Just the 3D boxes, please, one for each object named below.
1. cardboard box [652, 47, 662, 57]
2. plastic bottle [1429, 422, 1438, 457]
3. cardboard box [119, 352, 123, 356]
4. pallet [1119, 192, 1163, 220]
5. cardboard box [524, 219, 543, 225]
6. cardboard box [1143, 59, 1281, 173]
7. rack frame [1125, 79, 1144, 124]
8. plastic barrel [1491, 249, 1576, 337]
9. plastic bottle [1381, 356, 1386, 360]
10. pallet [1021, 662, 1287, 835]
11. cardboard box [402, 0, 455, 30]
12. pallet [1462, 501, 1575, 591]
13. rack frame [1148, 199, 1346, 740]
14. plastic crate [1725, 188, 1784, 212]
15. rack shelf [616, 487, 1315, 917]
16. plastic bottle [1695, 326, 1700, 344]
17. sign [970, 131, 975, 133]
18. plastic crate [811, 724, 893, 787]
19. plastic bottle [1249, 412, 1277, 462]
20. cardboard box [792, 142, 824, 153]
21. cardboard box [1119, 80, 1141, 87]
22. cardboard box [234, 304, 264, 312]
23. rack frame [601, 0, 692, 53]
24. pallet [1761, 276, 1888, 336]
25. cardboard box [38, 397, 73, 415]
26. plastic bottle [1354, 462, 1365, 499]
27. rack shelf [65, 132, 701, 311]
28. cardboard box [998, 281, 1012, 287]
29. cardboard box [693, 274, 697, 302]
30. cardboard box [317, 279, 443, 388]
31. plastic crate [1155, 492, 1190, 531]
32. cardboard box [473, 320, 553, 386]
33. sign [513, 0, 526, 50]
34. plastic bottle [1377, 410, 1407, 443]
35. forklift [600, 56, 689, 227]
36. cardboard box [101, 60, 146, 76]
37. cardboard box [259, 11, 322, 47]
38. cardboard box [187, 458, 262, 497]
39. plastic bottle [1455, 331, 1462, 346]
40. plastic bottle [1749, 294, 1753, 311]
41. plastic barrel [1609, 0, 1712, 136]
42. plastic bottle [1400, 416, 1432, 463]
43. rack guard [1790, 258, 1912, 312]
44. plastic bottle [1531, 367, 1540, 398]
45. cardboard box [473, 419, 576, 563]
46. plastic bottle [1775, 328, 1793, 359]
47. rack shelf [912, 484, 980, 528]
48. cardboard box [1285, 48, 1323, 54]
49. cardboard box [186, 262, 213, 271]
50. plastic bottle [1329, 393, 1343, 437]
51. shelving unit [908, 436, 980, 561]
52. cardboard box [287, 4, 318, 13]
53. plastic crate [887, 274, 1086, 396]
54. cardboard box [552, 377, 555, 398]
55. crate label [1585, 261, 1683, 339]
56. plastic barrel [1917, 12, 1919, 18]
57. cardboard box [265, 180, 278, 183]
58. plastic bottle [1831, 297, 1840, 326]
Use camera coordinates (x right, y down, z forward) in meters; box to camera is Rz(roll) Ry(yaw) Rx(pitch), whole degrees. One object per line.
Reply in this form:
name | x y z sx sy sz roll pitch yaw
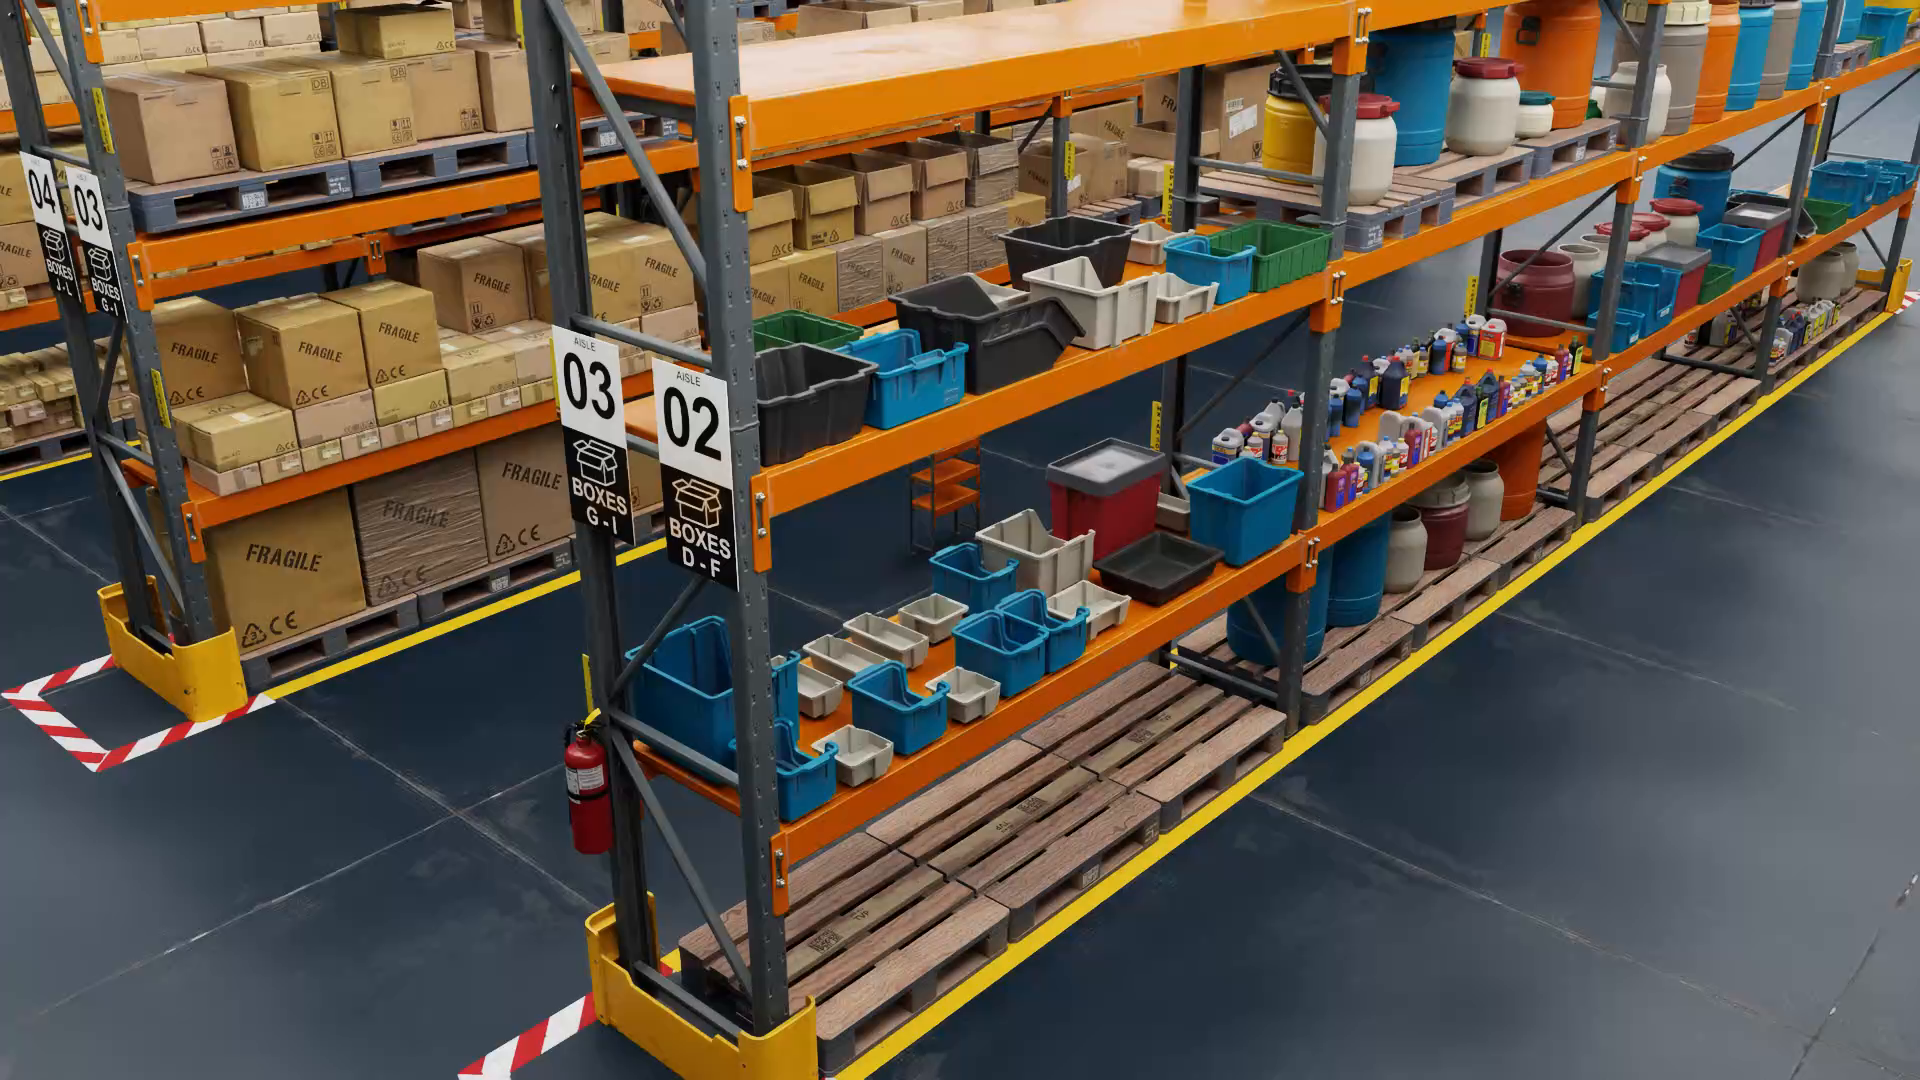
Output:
cardboard box | -4.306 -7.029 23.232 0.500 0.500 0.500 19 31 37
plastic bottle | 2.869 -0.620 10.180 0.097 0.201 0.097 0 24 0
cardboard box | -6.957 -1.518 14.184 0.380 0.149 0.250 21 31 38
pallet | 1.832 -3.461 16.509 1.003 0.211 1.213 20 31 38
cardboard box | -4.403 -3.267 17.467 0.500 0.250 0.500 20 31 38
cardboard box | 2.577 -4.415 17.155 1.000 1.000 1.000 20 31 38
rack frame | 2.255 -6.757 23.626 1.000 3.000 0.127 20 31 38
plastic barrel | 4.314 -1.868 12.556 0.600 0.536 0.708 20 31 38
plastic bottle | 2.832 -1.100 11.166 0.097 0.271 0.097 0 24 0
pallet | 1.099 1.143 9.413 1.003 0.211 1.213 20 31 38
cardboard box | -5.010 -4.832 15.260 0.500 0.311 0.500 20 31 37
pallet | 3.735 -0.058 12.093 1.003 0.211 1.213 20 31 38
rack frame | 1.561 -0.364 9.366 1.000 3.000 0.127 20 31 38
plastic crate | 7.436 -3.144 15.750 0.499 0.251 0.616 20 31 38
rack shelf | 0.226 0.574 8.154 1.077 0.370 4.000 20 31 38
plastic bottle | 6.975 -1.999 15.795 0.061 0.283 0.133 22 32 40
sign | 0.131 -3.572 15.204 0.100 0.325 0.005 20 31 38
plastic crate | -0.423 0.888 6.824 0.250 0.136 0.298 20 31 38
plastic bottle | 1.827 -0.627 10.104 0.152 0.276 0.135 20 31 38
cardboard box | -1.910 -4.738 18.999 0.500 0.500 0.500 20 31 37
cardboard box | 2.041 -6.700 23.315 0.875 0.550 0.550 20 31 38
cardboard box | -6.498 -2.057 15.386 0.380 0.149 0.250 20 31 37
rack frame | -2.128 -4.453 11.155 1.000 3.000 0.127 20 31 38
pallet | 9.008 -2.465 17.461 1.003 0.211 1.213 20 31 38
cardboard box | -7.561 -1.165 13.761 0.380 0.149 0.250 21 31 38
plastic bottle | 2.275 -0.349 9.576 0.097 0.201 0.097 0 24 0
rack shelf | -3.463 -2.147 10.557 1.077 0.370 4.000 20 31 38
cardboard box | 0.066 -1.952 14.993 1.225 0.875 0.875 18 30 35
cardboard box | -2.019 -1.979 12.846 0.500 0.500 0.500 20 31 38
cardboard box | -3.601 -1.291 10.338 0.500 0.500 0.500 19 30 36
plastic crate | 1.144 -0.168 9.178 0.396 0.136 0.243 20 31 38
cardboard box | -2.911 -1.263 11.192 0.500 0.250 0.500 21 32 39
sign | -1.529 -1.880 5.810 0.100 0.325 0.005 20 31 38
plastic bottle | 2.658 -0.668 10.195 0.152 0.276 0.135 20 31 38
forklift | -2.495 -3.040 15.420 1.130 2.935 3.031 19 31 36
cardboard box | -6.892 -3.724 13.377 0.500 0.250 0.500 20 31 37
cardboard box | -5.873 -4.419 14.318 0.500 0.250 0.500 18 30 35
cardboard box | -4.315 -0.401 9.756 0.380 0.149 0.250 21 31 38
plastic bottle | 3.538 -1.391 11.899 0.097 0.201 0.097 0 24 0
plastic bottle | 7.963 -2.450 16.801 0.061 0.283 0.133 21 31 38
plastic barrel | 4.940 -3.371 11.793 0.600 0.901 0.600 0 24 0
plastic bottle | 2.771 -0.626 10.103 0.152 0.276 0.135 20 31 38
rack guard | 9.554 -2.843 17.951 1.175 0.500 0.348 20 31 38
plastic bottle | 3.838 -1.062 11.167 0.097 0.201 0.097 0 24 0
cardboard box | -3.229 -0.485 11.720 0.875 0.875 0.875 20 31 38
plastic bottle | 7.634 -1.842 15.455 0.152 0.276 0.135 22 32 39
rack shelf | -0.110 -0.254 11.972 0.258 0.148 0.480 20 31 38
cardboard box | 3.640 -5.156 18.346 0.500 0.500 0.500 20 31 38
cardboard box | -6.643 -2.436 14.296 0.380 0.149 0.250 20 31 37
plastic bottle | 2.358 -0.791 10.476 0.097 0.271 0.097 0 24 0
shelving unit | -0.110 -0.497 11.863 0.258 1.200 0.503 20 31 38
cardboard box | -5.759 -4.641 14.325 0.380 0.149 0.250 18 30 35
plastic crate | 0.115 -0.876 6.917 0.504 0.338 0.767 20 31 38
cardboard box | -2.774 -1.105 11.327 0.380 0.149 0.250 21 31 38
crate label | 5.095 -1.827 12.587 0.502 0.435 0.616 20 31 38
plastic barrel | 9.340 -5.593 16.325 0.600 0.830 0.708 20 31 38
cardboard box | -6.214 -2.900 14.537 0.500 0.500 0.500 19 30 36
plastic bottle | 8.606 -2.261 16.380 0.061 0.283 0.133 21 32 39
